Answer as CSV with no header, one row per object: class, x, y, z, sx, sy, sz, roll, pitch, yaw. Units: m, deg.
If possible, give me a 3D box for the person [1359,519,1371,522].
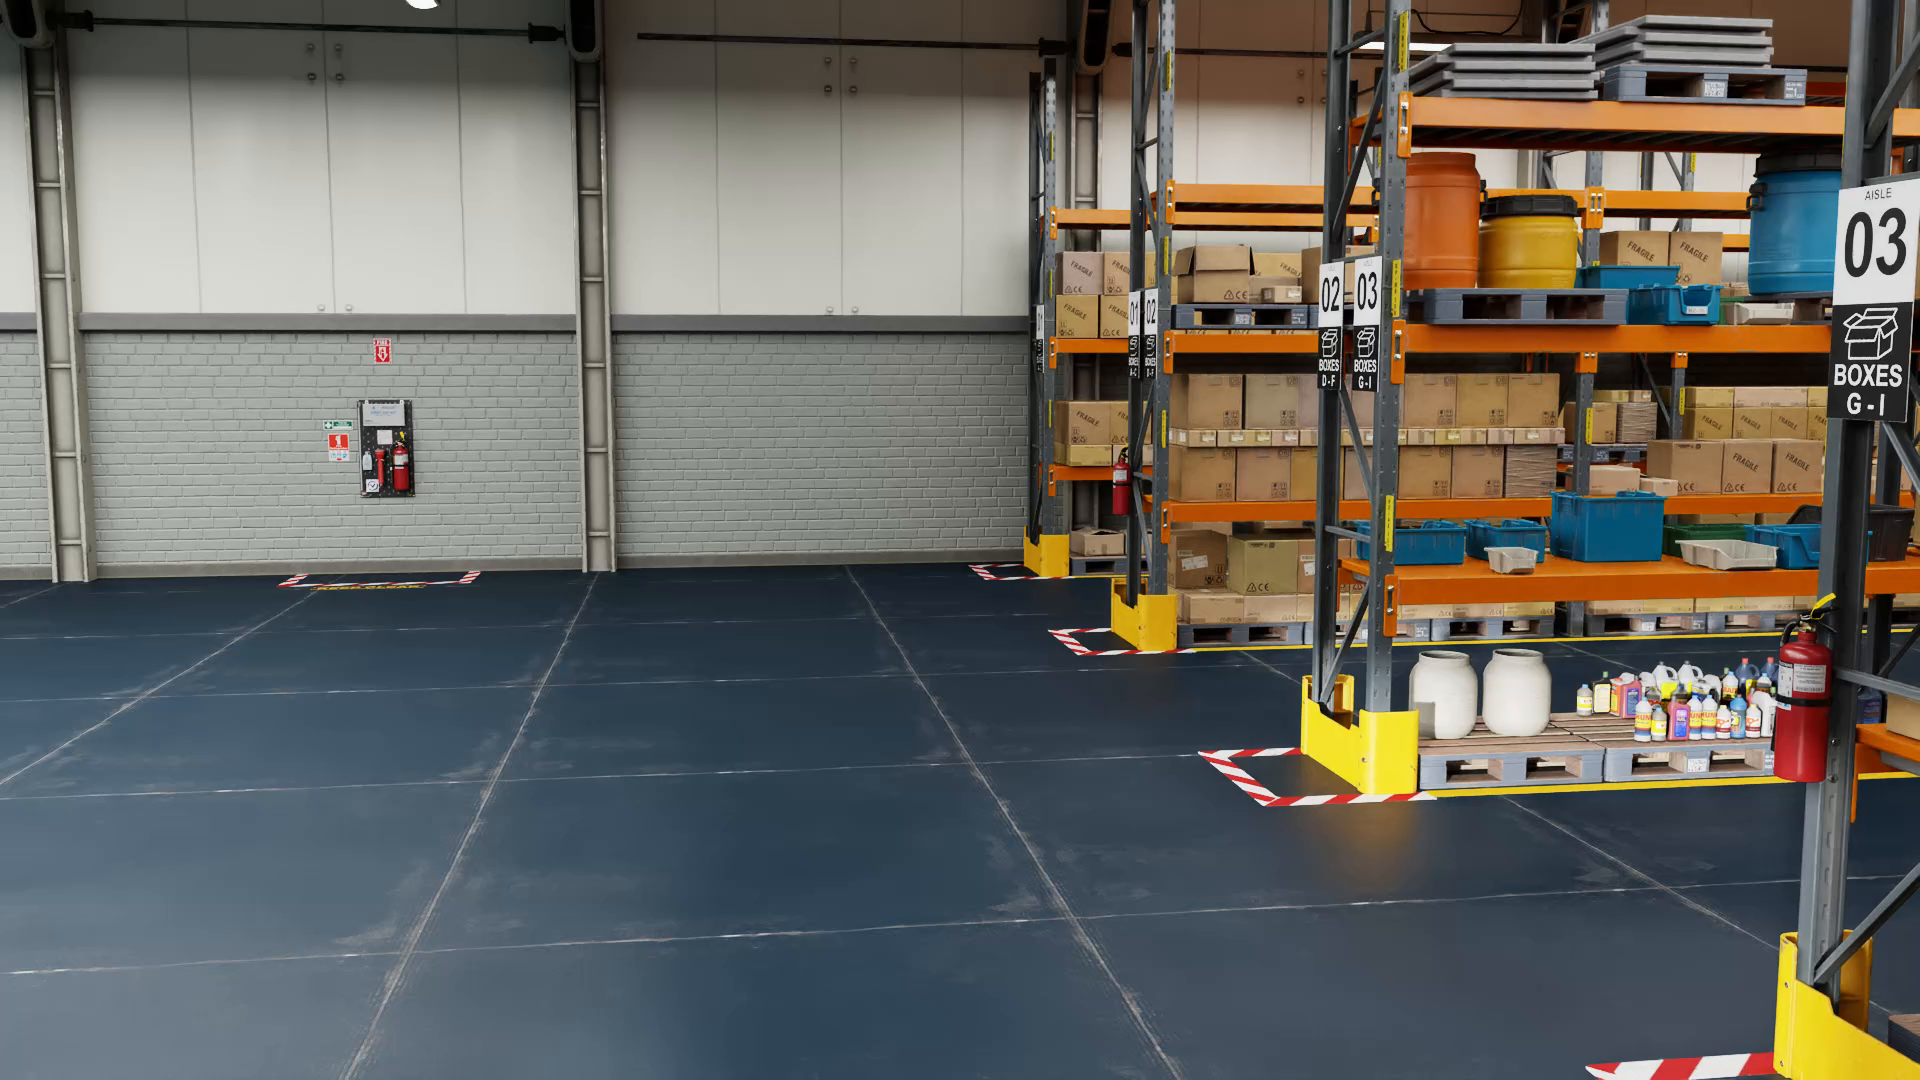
person,4.291,-0.209,17.309,0.622,1.776,0.556,-1,6,-10
